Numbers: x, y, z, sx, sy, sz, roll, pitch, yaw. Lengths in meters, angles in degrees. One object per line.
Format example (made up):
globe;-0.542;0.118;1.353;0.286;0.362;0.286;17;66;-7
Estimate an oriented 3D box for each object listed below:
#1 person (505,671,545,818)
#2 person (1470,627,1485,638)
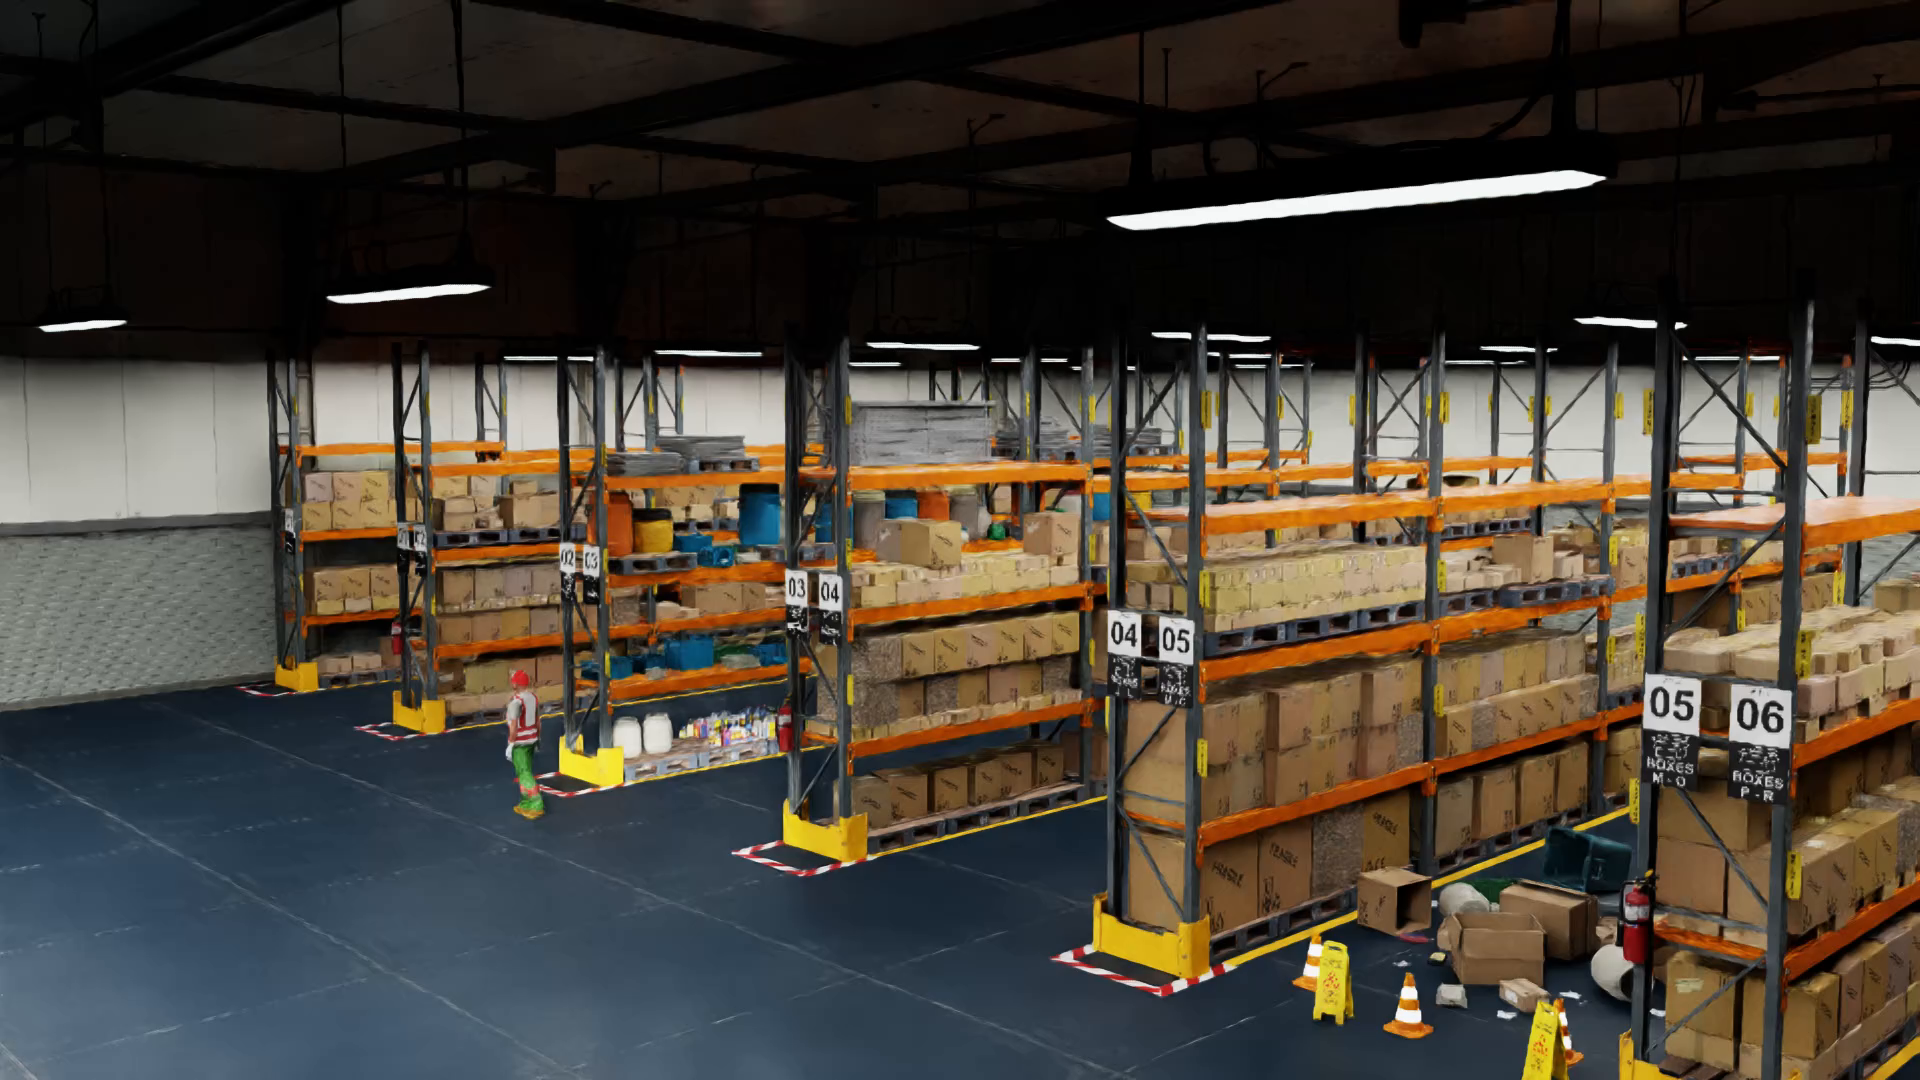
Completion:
person;-5.345;2.510;20.542;0.553;1.781;0.647;2;5;17
person;8.068;2.108;25.870;0.502;1.624;0.988;5;7;44
